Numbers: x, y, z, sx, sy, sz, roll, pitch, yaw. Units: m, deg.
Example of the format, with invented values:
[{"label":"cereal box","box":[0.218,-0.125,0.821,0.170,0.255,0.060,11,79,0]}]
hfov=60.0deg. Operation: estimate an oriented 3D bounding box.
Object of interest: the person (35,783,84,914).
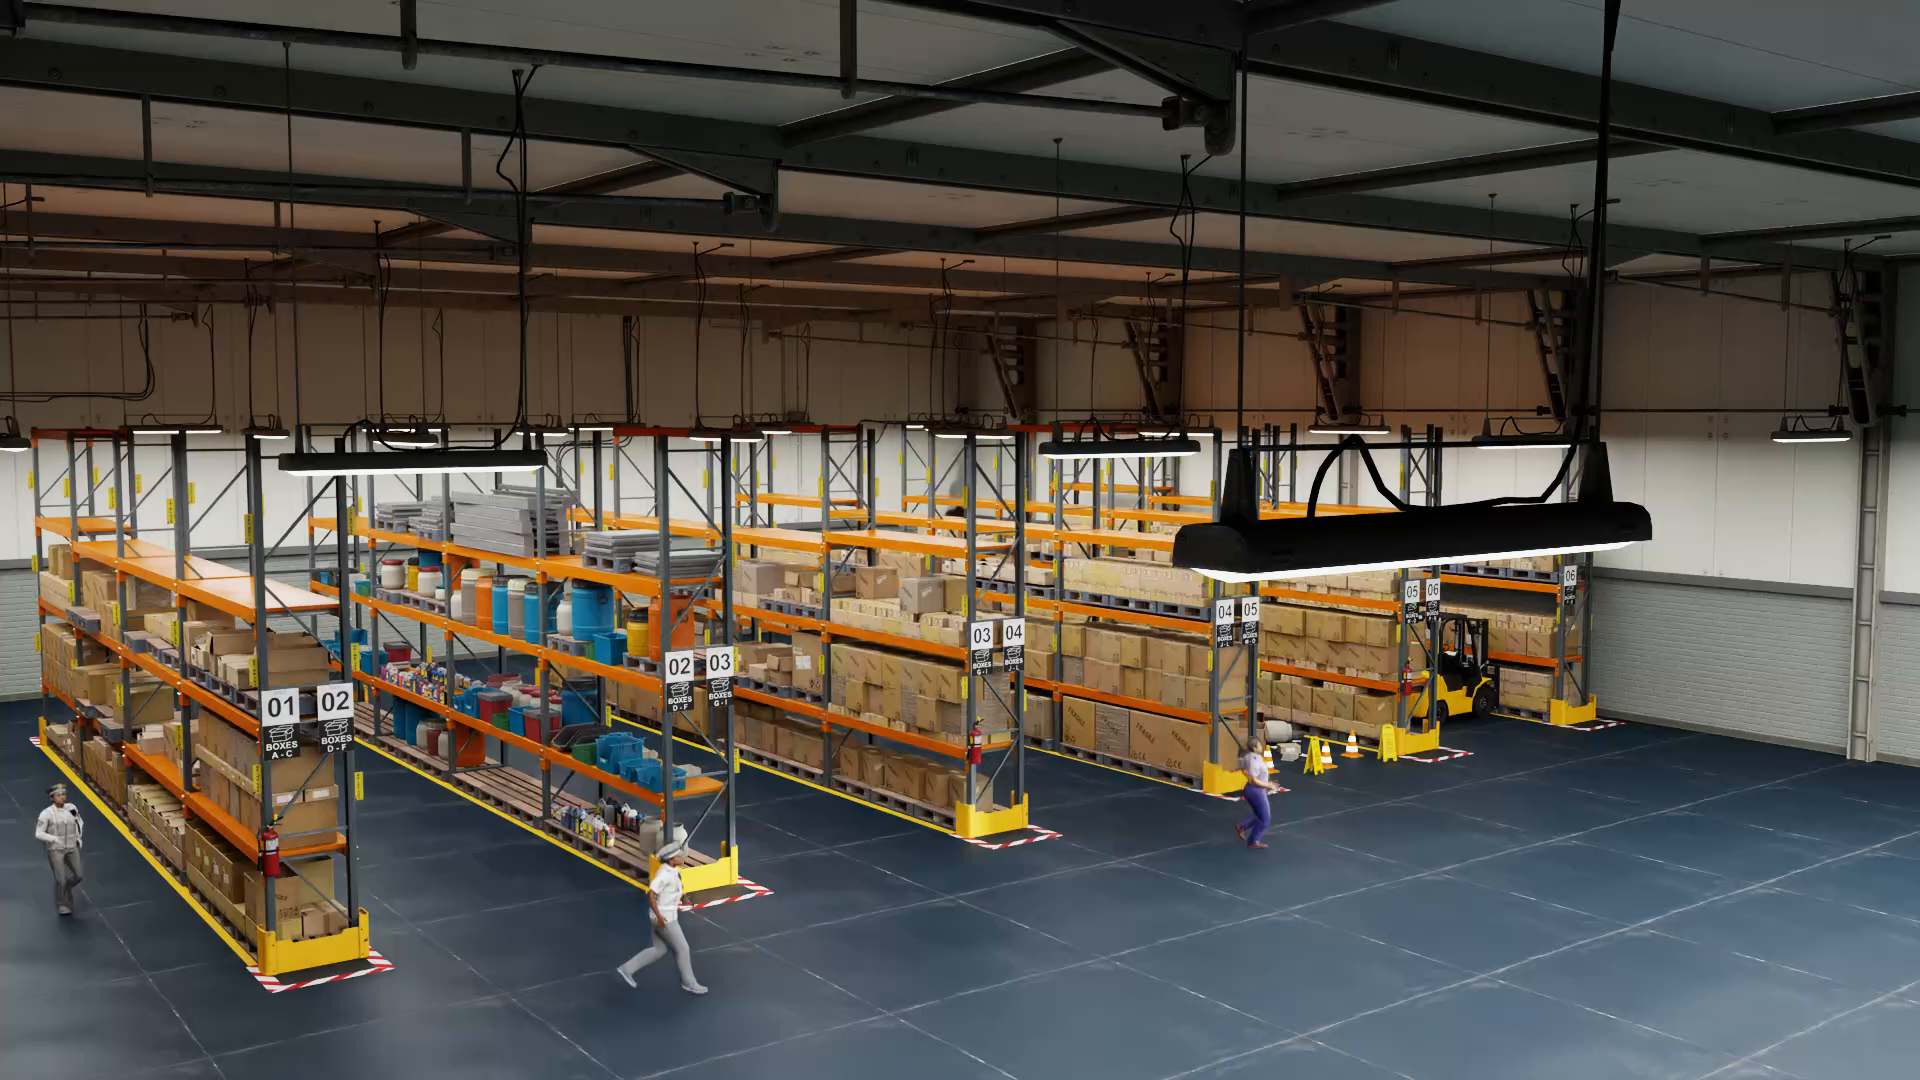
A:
[{"label":"person","box":[-11.206,3.866,20.818,0.550,1.647,0.605,4,6,40]}]

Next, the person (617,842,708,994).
[{"label":"person","box":[-3.197,4.090,17.901,0.947,1.690,0.600,-1,5,-12]}]

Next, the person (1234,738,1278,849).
[{"label":"person","box":[4.265,3.650,23.979,0.570,1.597,0.603,0,4,0]}]
